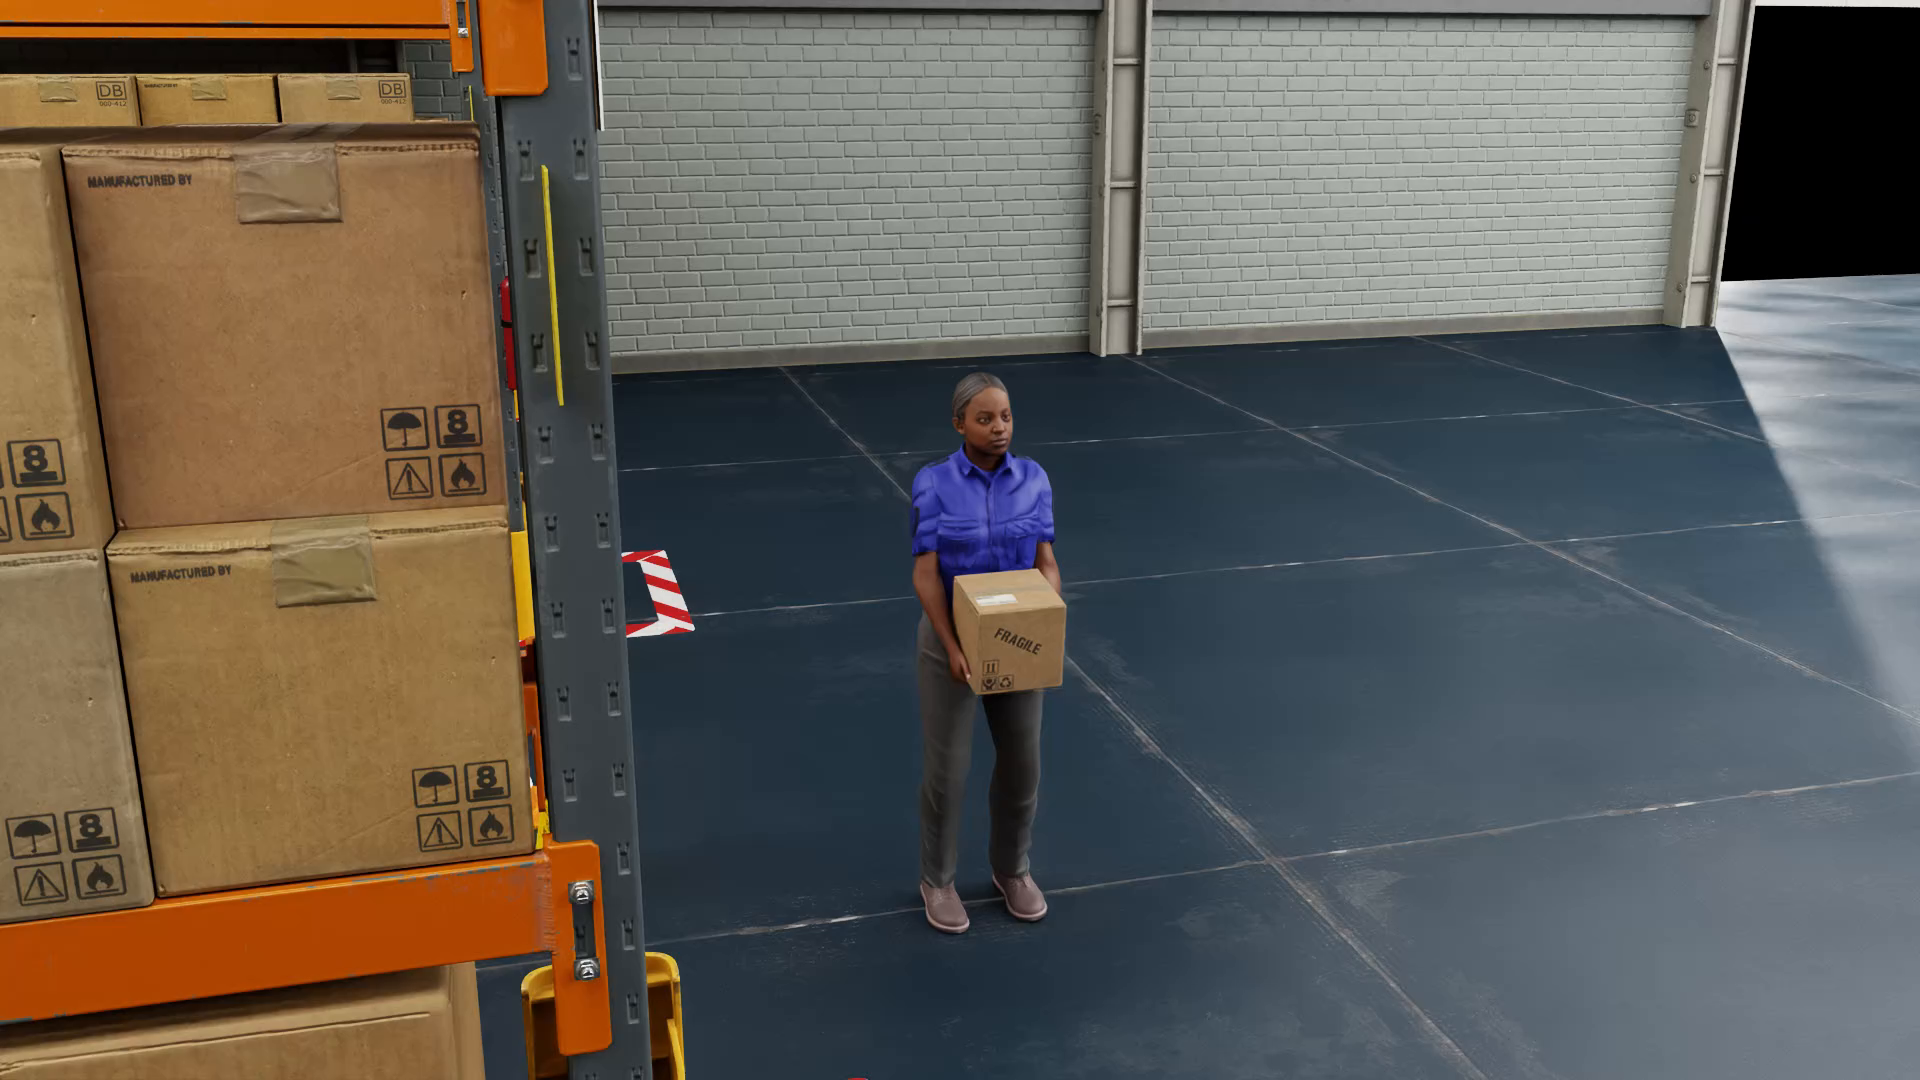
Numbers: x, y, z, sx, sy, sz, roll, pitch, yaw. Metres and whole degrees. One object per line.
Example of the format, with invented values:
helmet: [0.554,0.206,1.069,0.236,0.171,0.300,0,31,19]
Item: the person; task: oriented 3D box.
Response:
person: [0.087,0.355,4.830,0.441,1.656,0.502,-5,17,-16]
